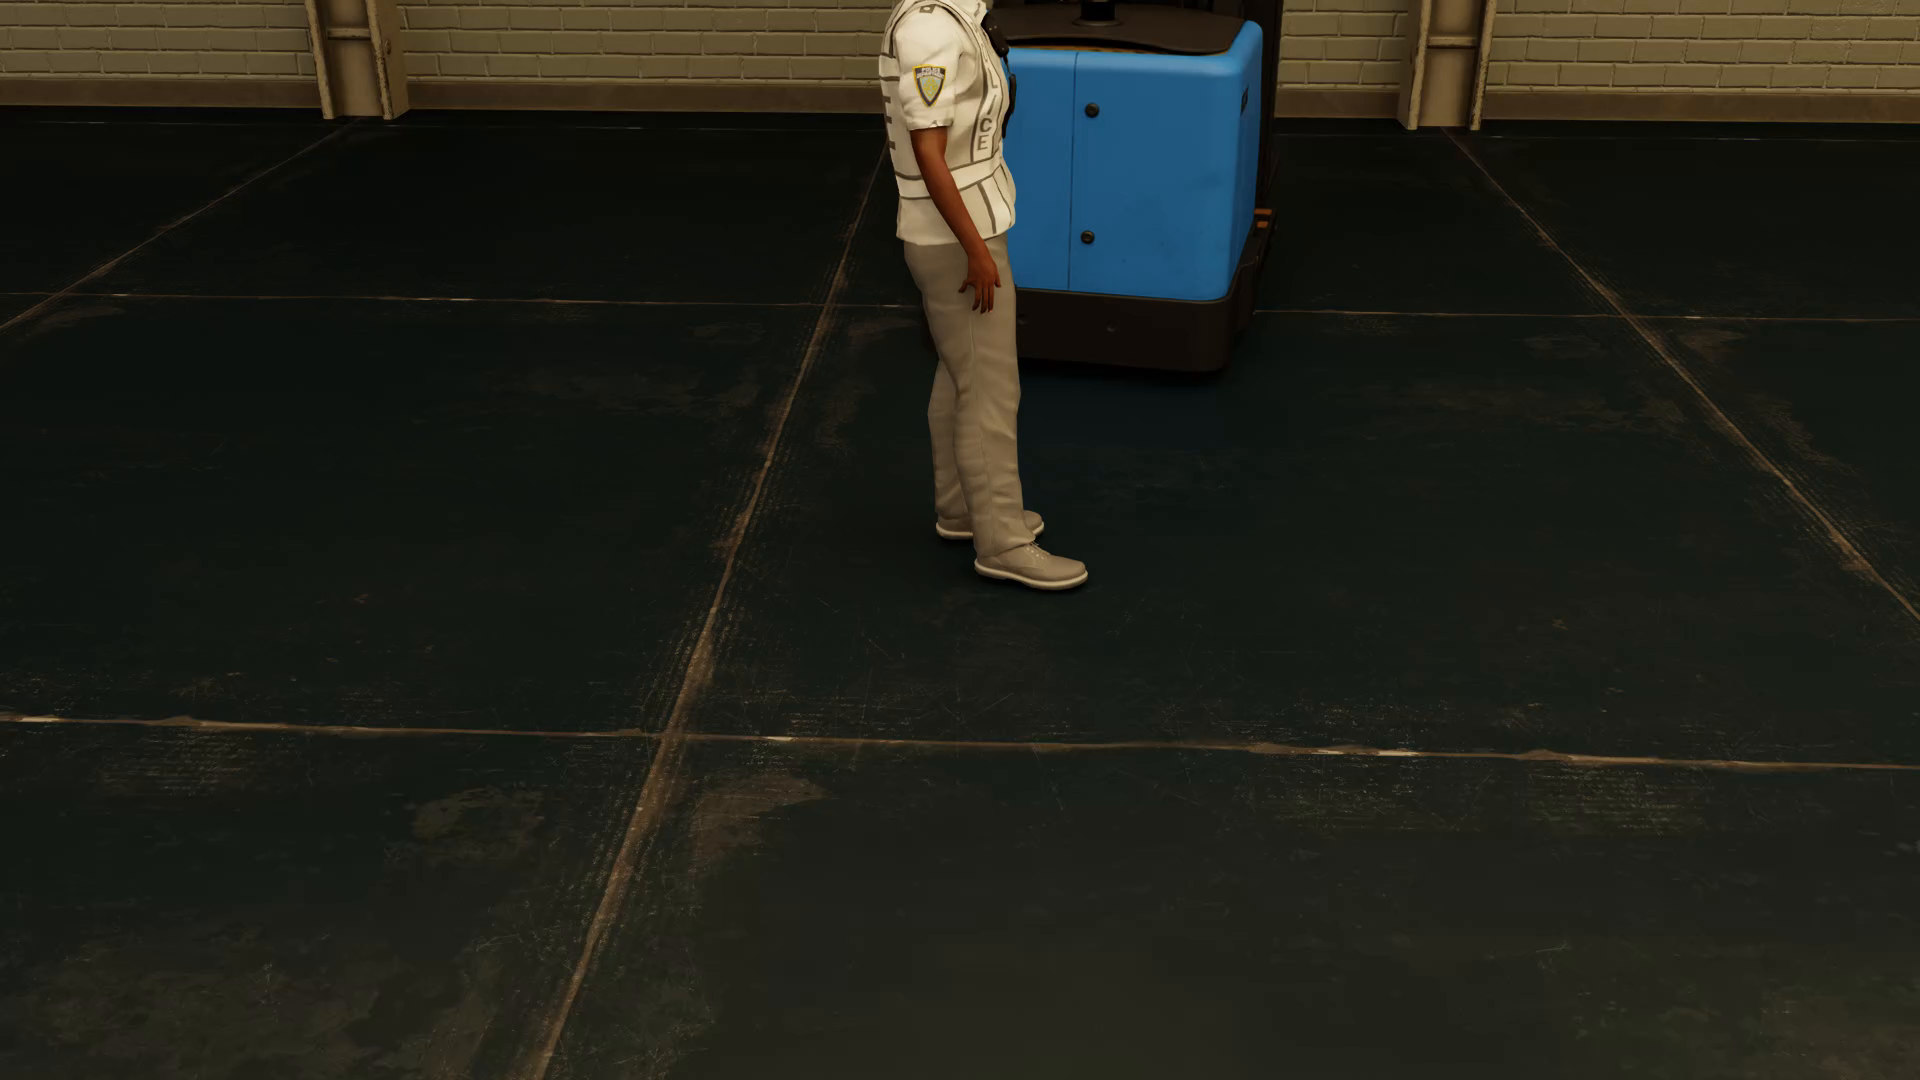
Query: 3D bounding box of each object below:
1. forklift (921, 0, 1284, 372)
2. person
[{"bbox_3d":[0.722,-2.497,6.271,1.130,2.935,3.031,6,27,13],"label":"forklift"},{"bbox_3d":[0.074,-0.755,4.124,0.530,1.692,0.570,1,26,2],"label":"person"}]
